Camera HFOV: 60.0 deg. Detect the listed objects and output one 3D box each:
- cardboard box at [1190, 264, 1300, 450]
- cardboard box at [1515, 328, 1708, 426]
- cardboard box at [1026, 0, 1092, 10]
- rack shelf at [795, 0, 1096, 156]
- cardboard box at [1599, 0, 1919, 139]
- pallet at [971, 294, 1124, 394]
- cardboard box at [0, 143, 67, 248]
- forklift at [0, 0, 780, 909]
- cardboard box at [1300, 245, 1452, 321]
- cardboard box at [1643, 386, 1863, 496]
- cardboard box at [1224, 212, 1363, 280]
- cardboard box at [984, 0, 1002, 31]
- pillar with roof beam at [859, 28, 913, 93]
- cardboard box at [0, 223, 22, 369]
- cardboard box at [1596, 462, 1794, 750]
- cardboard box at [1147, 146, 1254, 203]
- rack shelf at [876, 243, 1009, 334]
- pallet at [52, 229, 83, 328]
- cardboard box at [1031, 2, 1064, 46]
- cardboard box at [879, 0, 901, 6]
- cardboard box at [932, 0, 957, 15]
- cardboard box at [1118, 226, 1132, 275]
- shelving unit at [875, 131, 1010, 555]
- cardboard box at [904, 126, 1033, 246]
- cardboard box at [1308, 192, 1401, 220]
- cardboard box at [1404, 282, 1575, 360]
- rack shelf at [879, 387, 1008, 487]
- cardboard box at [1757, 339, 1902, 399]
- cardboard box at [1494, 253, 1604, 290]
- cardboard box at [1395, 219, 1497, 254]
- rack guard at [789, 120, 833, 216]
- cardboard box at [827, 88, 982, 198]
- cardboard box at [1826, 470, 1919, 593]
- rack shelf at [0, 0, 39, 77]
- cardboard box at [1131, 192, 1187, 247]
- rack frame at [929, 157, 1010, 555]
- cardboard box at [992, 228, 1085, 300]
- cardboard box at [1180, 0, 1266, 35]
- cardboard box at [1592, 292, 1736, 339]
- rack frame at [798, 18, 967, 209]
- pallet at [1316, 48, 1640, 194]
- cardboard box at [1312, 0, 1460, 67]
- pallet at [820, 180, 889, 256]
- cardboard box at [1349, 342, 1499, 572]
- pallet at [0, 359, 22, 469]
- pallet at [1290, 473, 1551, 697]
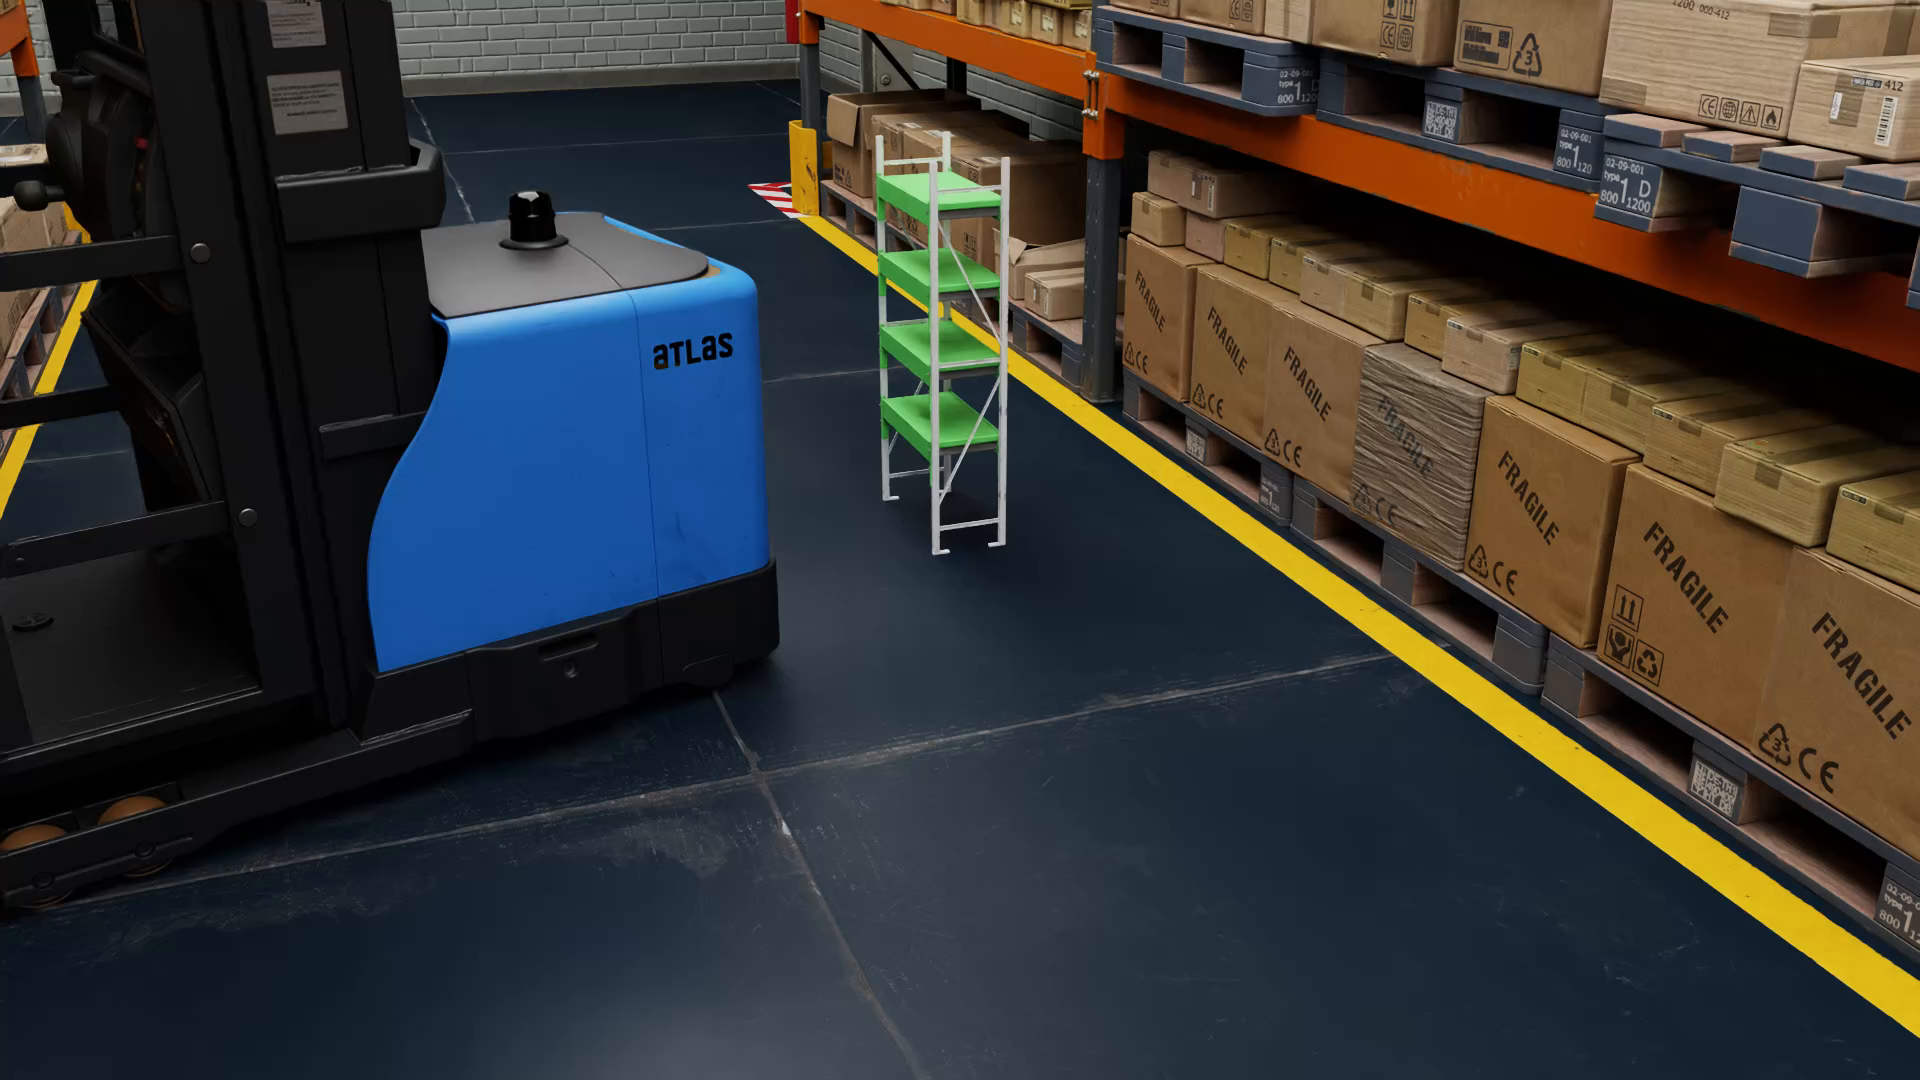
[{"bbox_3d":[1.123,-0.638,5.580,0.500,0.500,0.500,-9,24,-20],"label":"cardboard box"},{"bbox_3d":[1.650,-0.417,4.219,0.380,0.149,0.250,-9,24,-20],"label":"cardboard box"},{"bbox_3d":[0.557,-2.215,6.453,0.500,0.250,0.500,-8,24,-18],"label":"cardboard box"},{"bbox_3d":[0.259,-2.391,7.986,1.077,0.370,4.000,-8,24,-19],"label":"rack shelf"},{"bbox_3d":[1.703,-1.005,3.426,0.500,0.250,0.500,-10,25,-21],"label":"cardboard box"},{"bbox_3d":[0.723,-0.960,7.256,1.003,0.211,1.213,-8,24,-19],"label":"pallet"},{"bbox_3d":[-4.763,-1.553,7.831,0.875,0.438,0.875,-9,25,-21],"label":"cardboard box"},{"bbox_3d":[-1.972,-0.822,3.426,3.031,2.935,1.130,-16,27,-33],"label":"forklift"},{"bbox_3d":[1.277,-0.794,5.114,0.380,0.149,0.250,-8,24,-19],"label":"cardboard box"},{"bbox_3d":[1.790,-0.224,3.762,0.380,0.149,0.250,-9,25,-21],"label":"cardboard box"},{"bbox_3d":[1.115,-0.987,5.573,0.380,0.149,0.250,-10,25,-22],"label":"cardboard box"},{"bbox_3d":[0.322,-2.243,7.032,0.380,0.149,0.250,-8,24,-18],"label":"cardboard box"},{"bbox_3d":[-4.585,-6.726,9.622,9.100,9.000,0.400,-8,24,-19],"label":"pillar with roof beam"},{"bbox_3d":[-4.115,-0.894,6.267,0.875,0.438,0.875,-9,25,-21],"label":"cardboard box"},{"bbox_3d":[1.861,0.109,3.807,0.500,0.500,0.500,-9,24,-20],"label":"cardboard box"},{"bbox_3d":[0.900,-1.315,5.966,0.380,0.149,0.250,-9,24,-20],"label":"cardboard box"},{"bbox_3d":[-0.059,-0.775,5.091,0.258,0.148,0.480,-8,24,-19],"label":"rack shelf"},{"bbox_3d":[-4.735,-1.202,7.829,1.003,0.211,1.213,-8,24,-19],"label":"pallet"},{"bbox_3d":[0.504,-2.053,6.581,0.380,0.149,0.250,-8,24,-18],"label":"cardboard box"},{"bbox_3d":[-0.180,-2.701,8.120,0.380,0.149,0.250,-9,24,-20],"label":"cardboard box"},{"bbox_3d":[0.088,-2.524,7.700,0.380,0.149,0.250,-8,24,-19],"label":"cardboard box"},{"bbox_3d":[0.953,-1.222,7.210,0.500,0.311,0.500,-7,24,-17],"label":"cardboard box"},{"bbox_3d":[-0.059,-0.613,5.160,0.258,1.200,0.503,-8,24,-19],"label":"shelving unit"},{"bbox_3d":[0.038,-1.734,8.179,0.500,0.500,0.500,-8,24,-18],"label":"cardboard box"},{"bbox_3d":[1.463,-1.147,5.952,0.380,0.149,0.250,-8,24,-19],"label":"cardboard box"},{"bbox_3d":[1.486,-0.609,4.676,0.380,0.149,0.250,-8,24,-19],"label":"cardboard box"},{"bbox_3d":[-0.059,-0.333,5.278,0.258,0.148,0.480,-8,24,-19],"label":"rack shelf"},{"bbox_3d":[2.245,-0.406,4.194,0.380,0.149,0.250,-10,25,-21],"label":"cardboard box"},{"bbox_3d":[1.862,-0.777,5.075,0.380,0.149,0.250,-8,24,-18],"label":"cardboard box"},{"bbox_3d":[1.672,-0.970,5.533,0.380,0.149,0.250,-10,25,-22],"label":"cardboard box"},{"bbox_3d":[-0.421,-2.269,9.991,1.175,0.500,0.348,-8,24,-19],"label":"rack guard"},{"bbox_3d":[-0.320,-2.257,9.416,0.797,0.503,0.637,-9,25,-21],"label":"cardboard box"},{"bbox_3d":[1.967,-0.027,3.295,0.380,0.149,0.250,-10,25,-22],"label":"cardboard box"},{"bbox_3d":[-4.384,-1.708,6.367,1.077,0.370,4.000,-8,24,-19],"label":"rack shelf"},{"bbox_3d":[0.843,-1.169,6.004,0.380,0.149,0.250,-7,24,-16],"label":"cardboard box"},{"bbox_3d":[0.028,-0.524,4.949,0.240,1.200,0.015,-8,24,-19],"label":"rack frame"},{"bbox_3d":[0.367,-1.221,7.264,0.396,0.266,0.258,-7,24,-17],"label":"cardboard box"},{"bbox_3d":[1.110,-1.840,5.085,0.700,0.500,0.500,-8,24,-18],"label":"cardboard box"},{"bbox_3d":[1.979,-0.577,4.600,0.380,0.149,0.250,-8,24,-19],"label":"cardboard box"},{"bbox_3d":[-0.448,-3.449,9.571,1.000,3.000,0.127,-8,24,-19],"label":"rack frame"},{"bbox_3d":[1.687,-1.160,4.386,1.003,0.211,1.213,-8,24,-19],"label":"pallet"},{"bbox_3d":[1.387,-1.555,4.409,0.700,0.500,0.500,-8,24,-19],"label":"cardboard box"},{"bbox_3d":[-0.138,-1.847,9.360,1.003,0.211,1.213,-8,24,-19],"label":"pallet"},{"bbox_3d":[1.472,-0.267,4.699,0.500,0.500,0.500,-9,25,-21],"label":"cardboard box"},{"bbox_3d":[-3.873,-0.315,5.726,1.003,0.211,1.213,-8,24,-19],"label":"pallet"},{"bbox_3d":[1.723,0.024,4.922,1.003,0.211,1.213,-8,24,-19],"label":"pallet"}]
